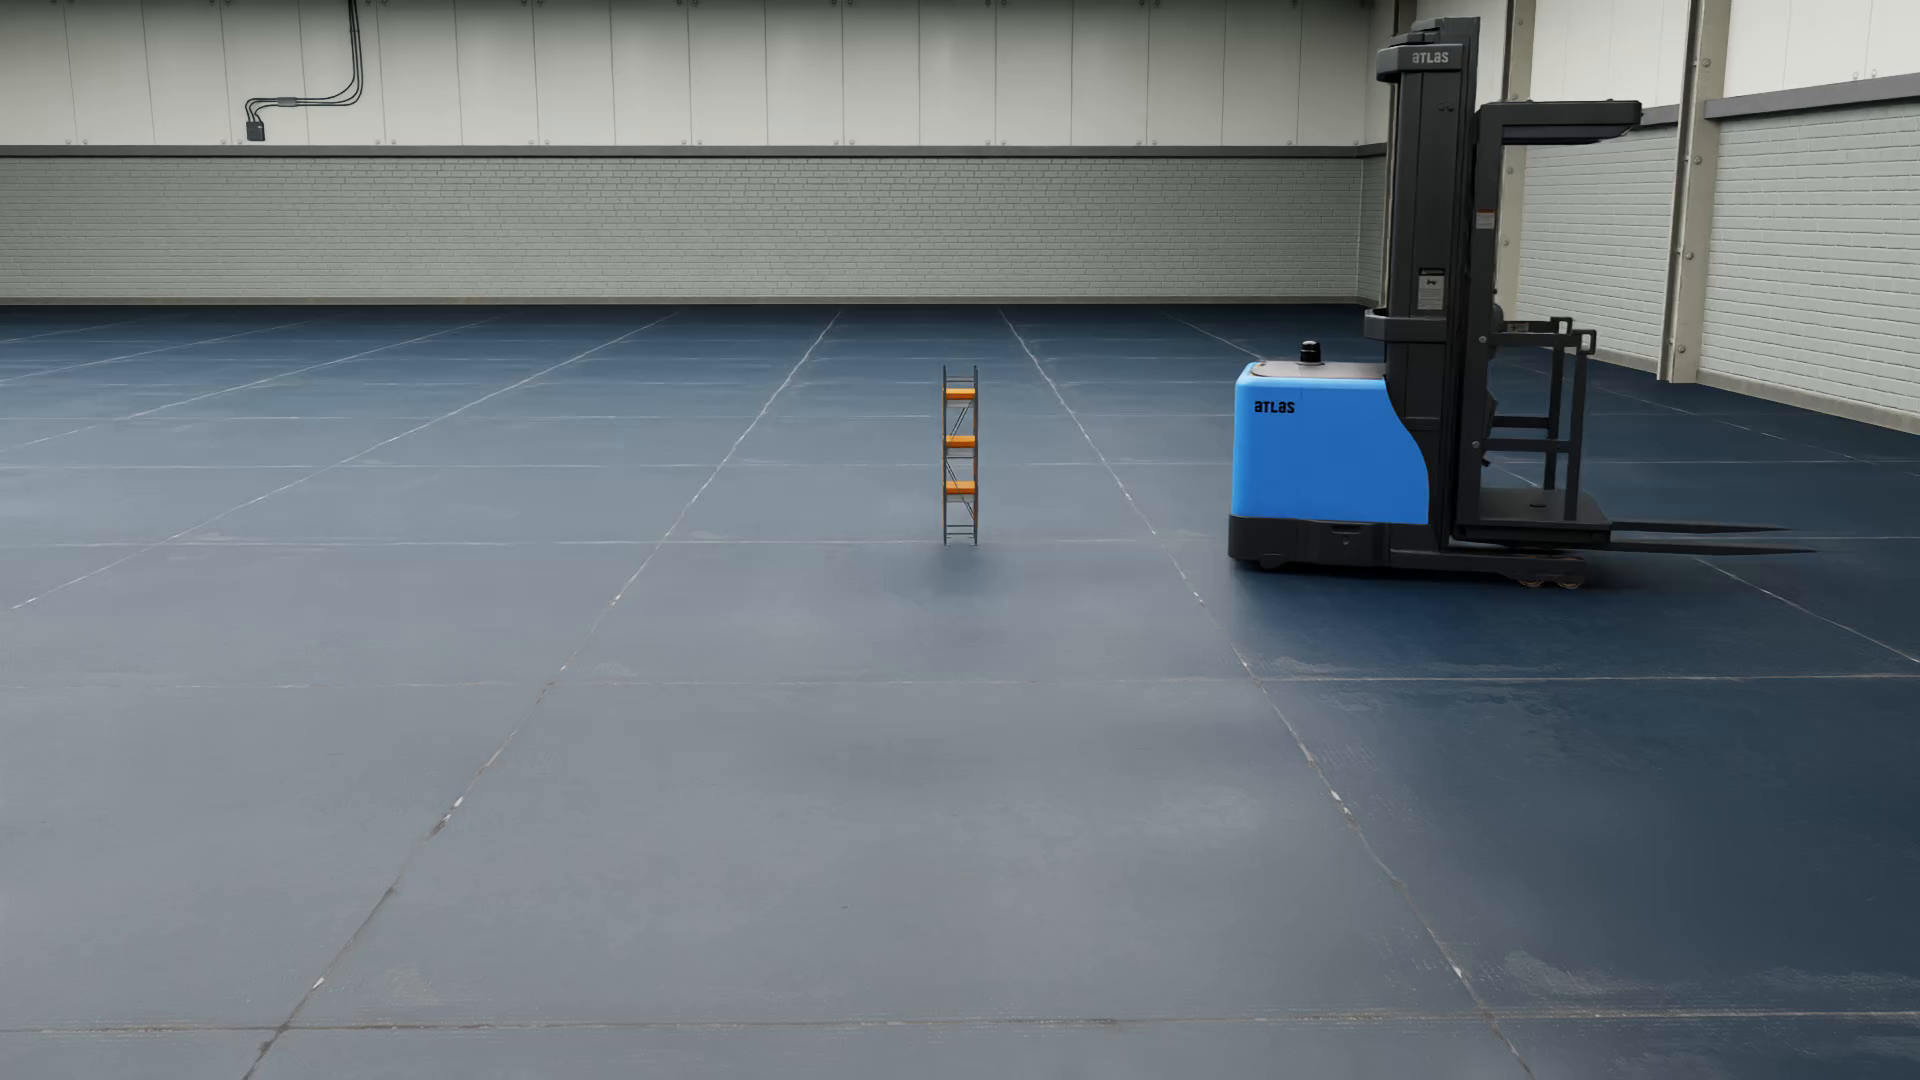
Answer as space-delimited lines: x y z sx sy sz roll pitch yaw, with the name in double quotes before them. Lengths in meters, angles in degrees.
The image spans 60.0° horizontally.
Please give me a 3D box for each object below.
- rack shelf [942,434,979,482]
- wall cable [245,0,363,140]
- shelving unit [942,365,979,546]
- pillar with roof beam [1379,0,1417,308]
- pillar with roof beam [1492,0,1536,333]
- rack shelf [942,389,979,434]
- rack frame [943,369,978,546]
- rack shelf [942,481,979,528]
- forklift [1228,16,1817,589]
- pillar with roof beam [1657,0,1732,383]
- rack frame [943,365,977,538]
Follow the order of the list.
"rack shelf" 0.001 -0.494 9.904 0.215 0.259 0.240 0 11 -1
"wall cable" -12.788 -10.776 31.987 2.305 6.003 0.169 0 11 -1
"shelving unit" 0.001 -0.504 9.902 0.215 1.050 0.252 0 11 -1
"pillar with roof beam" 3.649 -8.594 29.786 9.100 9.000 0.400 0 11 -1
"pillar with roof beam" 3.773 -7.401 23.907 9.100 9.000 0.400 0 11 -1
"rack shelf" 0.001 -0.772 9.848 0.215 0.259 0.240 0 11 -1
"rack frame" 0.004 -0.480 9.783 0.200 1.050 0.008 0 11 -1
"rack shelf" 0.001 -0.221 9.960 0.215 0.259 0.240 0 11 -1
"forklift" 3.065 -1.295 9.068 3.031 2.935 1.130 3 12 13
"pillar with roof beam" 3.897 -6.208 18.028 9.100 9.000 0.400 0 11 -1
"rack frame" -0.001 -0.528 10.022 0.200 1.050 0.008 0 11 -1
